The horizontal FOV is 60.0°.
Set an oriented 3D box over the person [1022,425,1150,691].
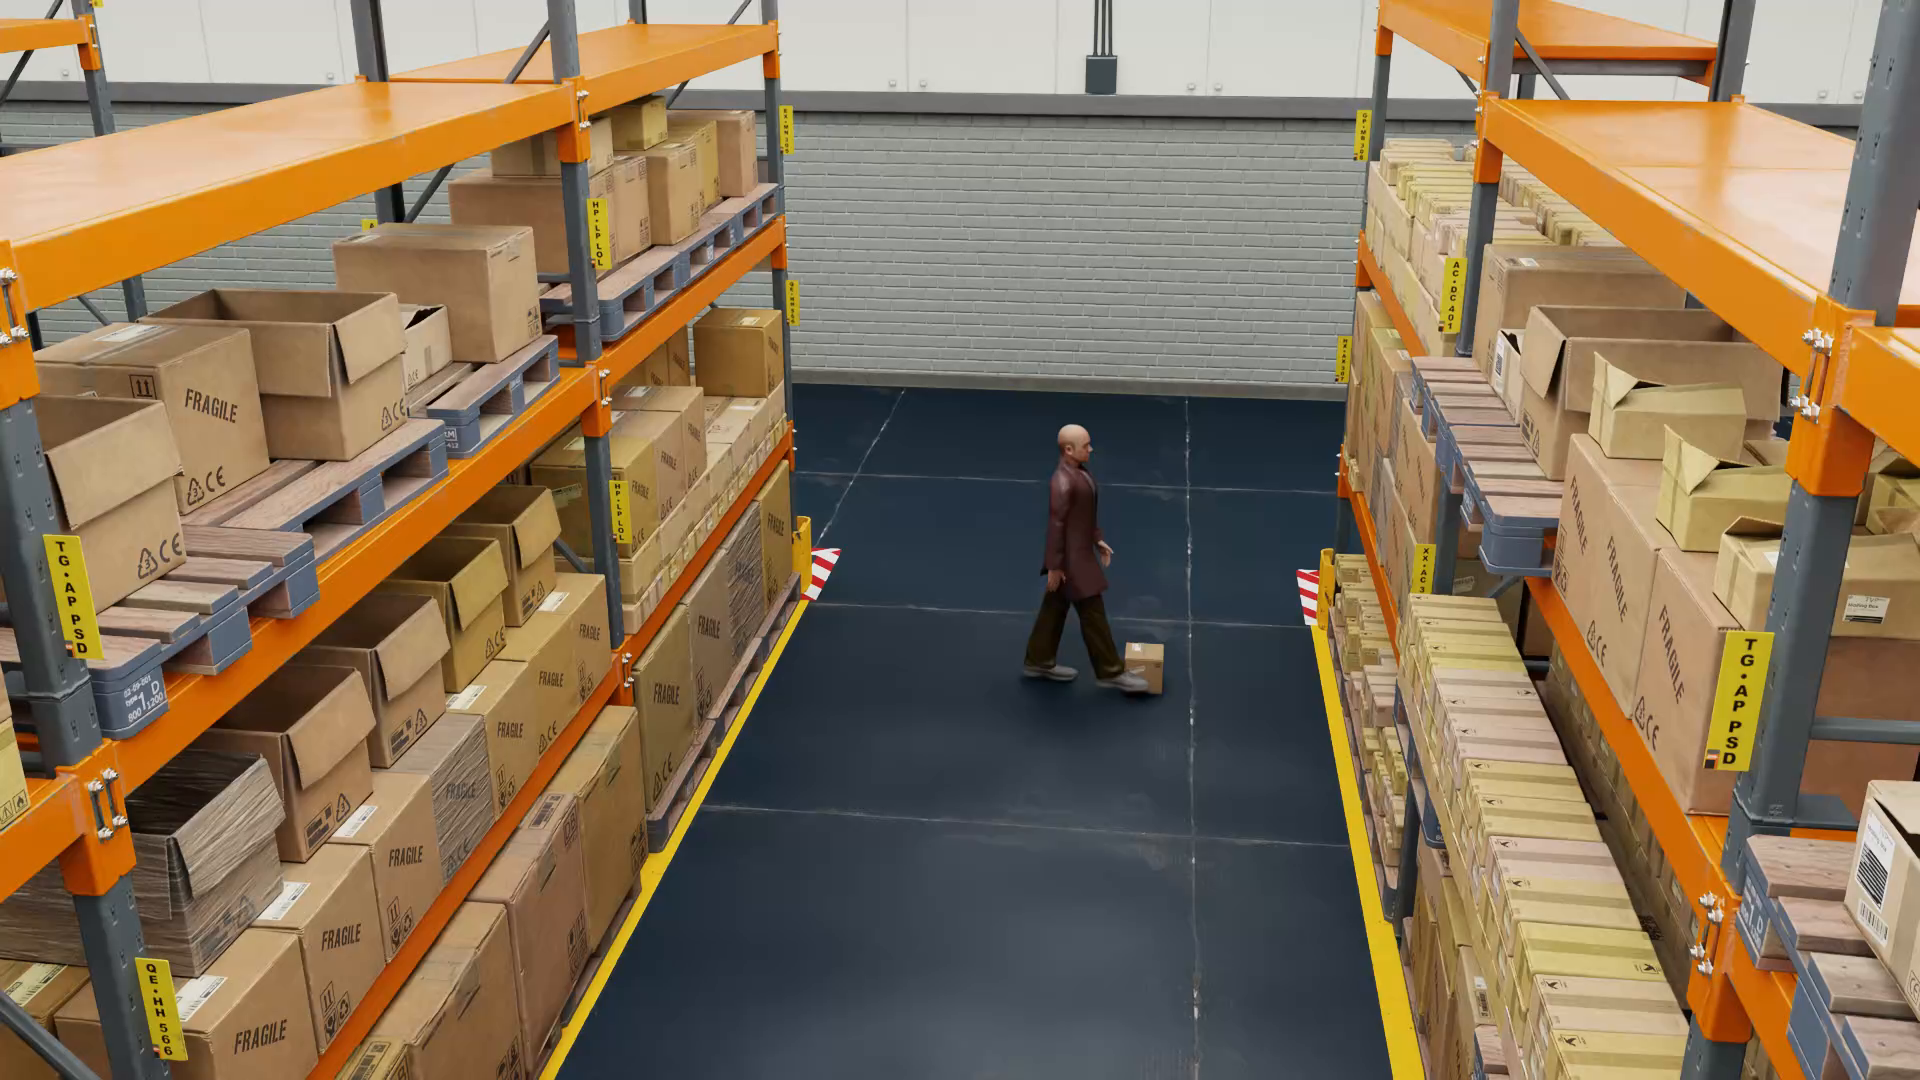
[{"bbox_3d":[0.838,0.108,10.783,0.858,1.765,0.596,2,21,6],"label":"person"}]
